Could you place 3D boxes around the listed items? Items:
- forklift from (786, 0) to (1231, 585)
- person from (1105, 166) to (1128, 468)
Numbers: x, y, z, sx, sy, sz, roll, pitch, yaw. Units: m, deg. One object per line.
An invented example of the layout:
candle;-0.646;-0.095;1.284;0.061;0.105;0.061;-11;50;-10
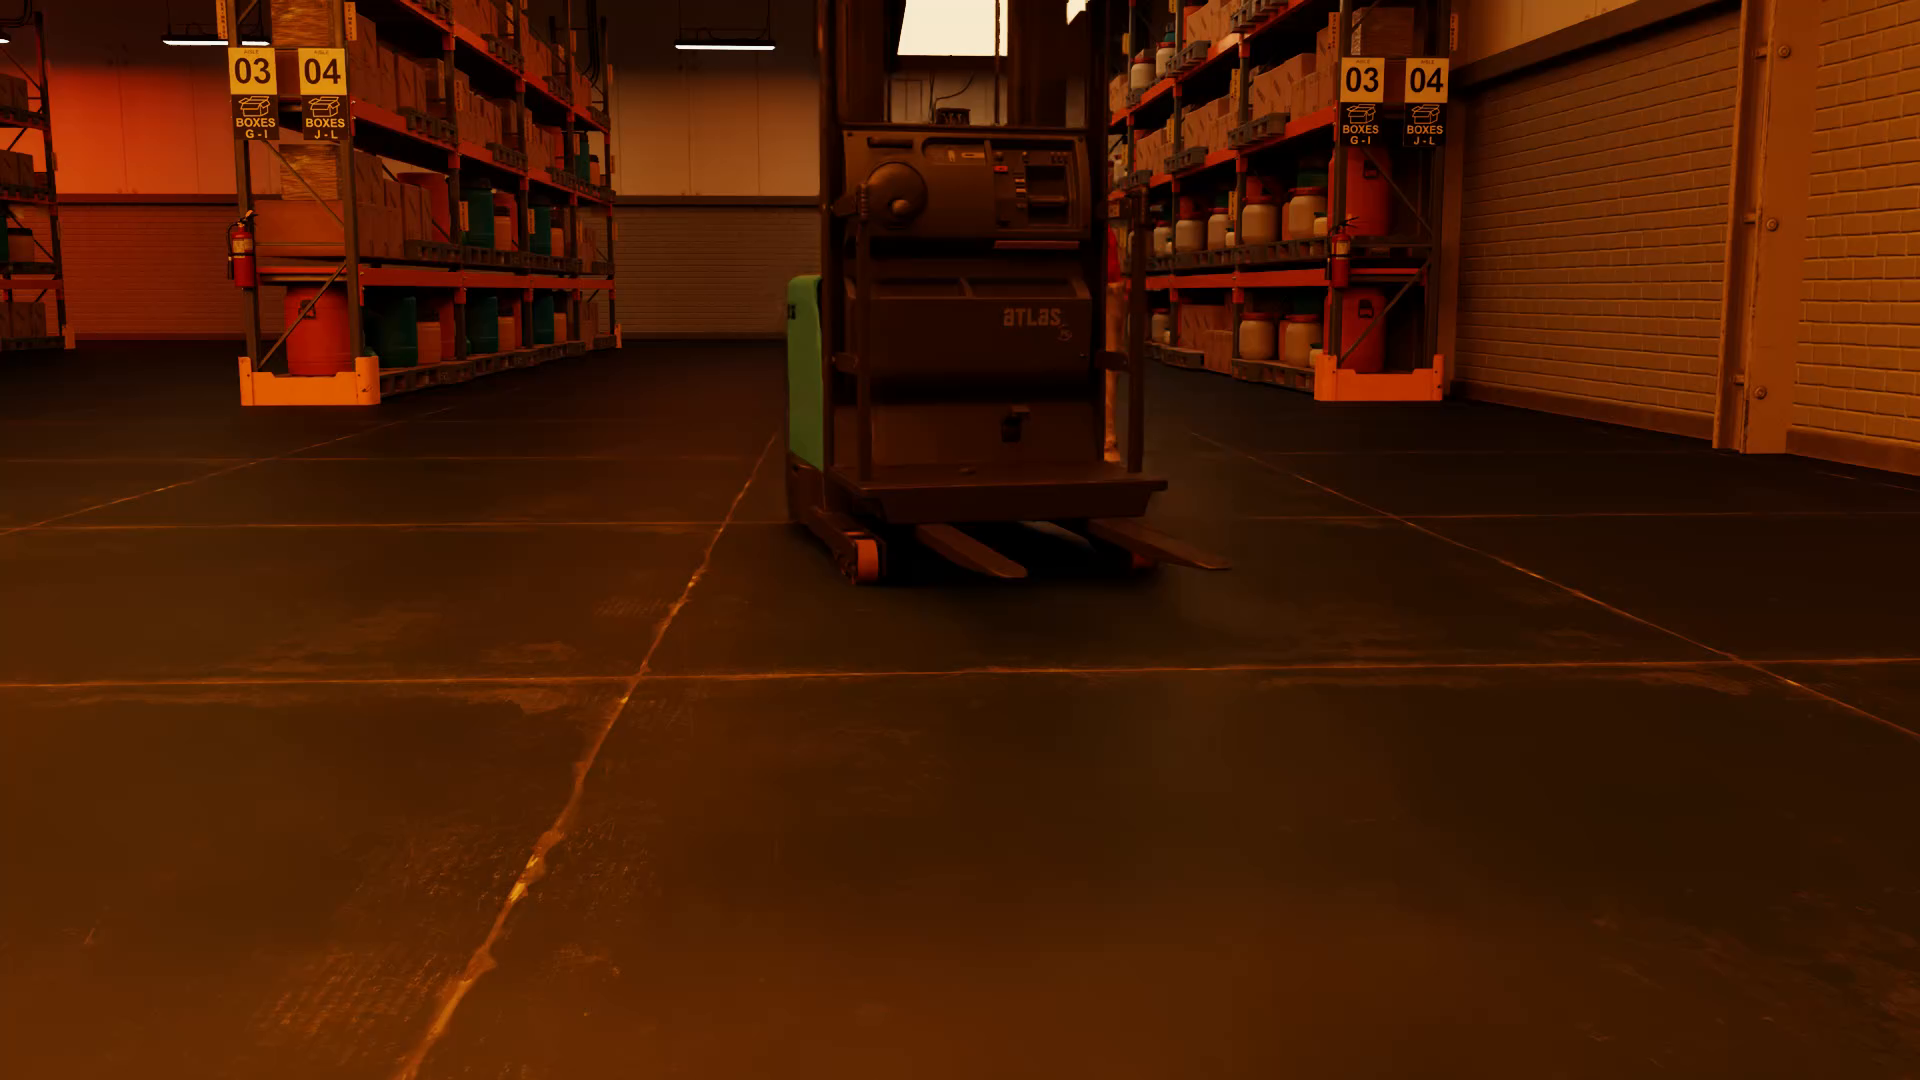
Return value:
forklift;0.085;-1.354;5.948;1.130;2.935;3.031;-2;9;-14
person;0.803;-1.183;8.842;0.552;1.726;0.635;3;9;17
